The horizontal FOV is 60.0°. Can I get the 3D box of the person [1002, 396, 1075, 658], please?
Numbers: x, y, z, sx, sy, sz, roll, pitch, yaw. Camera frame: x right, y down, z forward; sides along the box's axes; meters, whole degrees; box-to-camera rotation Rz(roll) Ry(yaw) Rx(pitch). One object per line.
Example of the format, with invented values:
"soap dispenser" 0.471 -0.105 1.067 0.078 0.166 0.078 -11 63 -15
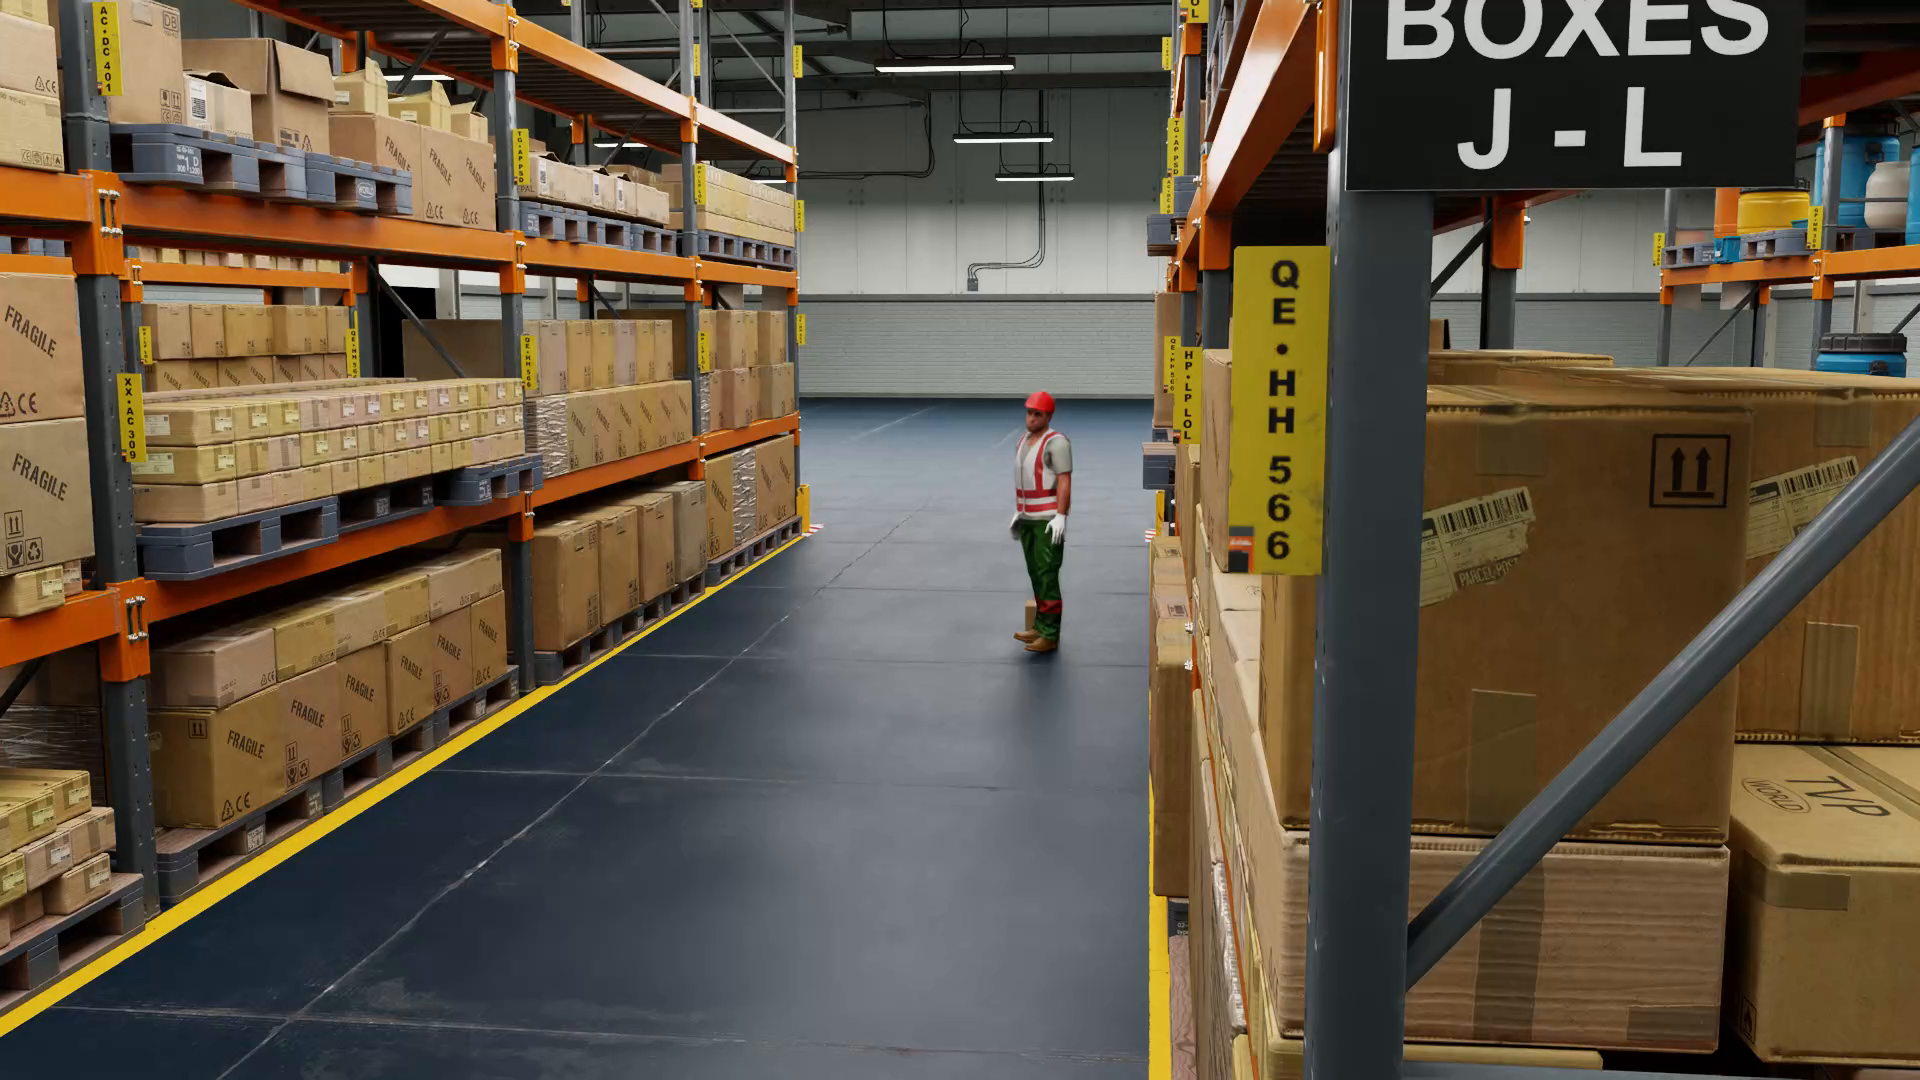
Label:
"person" 0.536 -0.103 11.475 0.570 1.788 0.560 -7 11 -44
